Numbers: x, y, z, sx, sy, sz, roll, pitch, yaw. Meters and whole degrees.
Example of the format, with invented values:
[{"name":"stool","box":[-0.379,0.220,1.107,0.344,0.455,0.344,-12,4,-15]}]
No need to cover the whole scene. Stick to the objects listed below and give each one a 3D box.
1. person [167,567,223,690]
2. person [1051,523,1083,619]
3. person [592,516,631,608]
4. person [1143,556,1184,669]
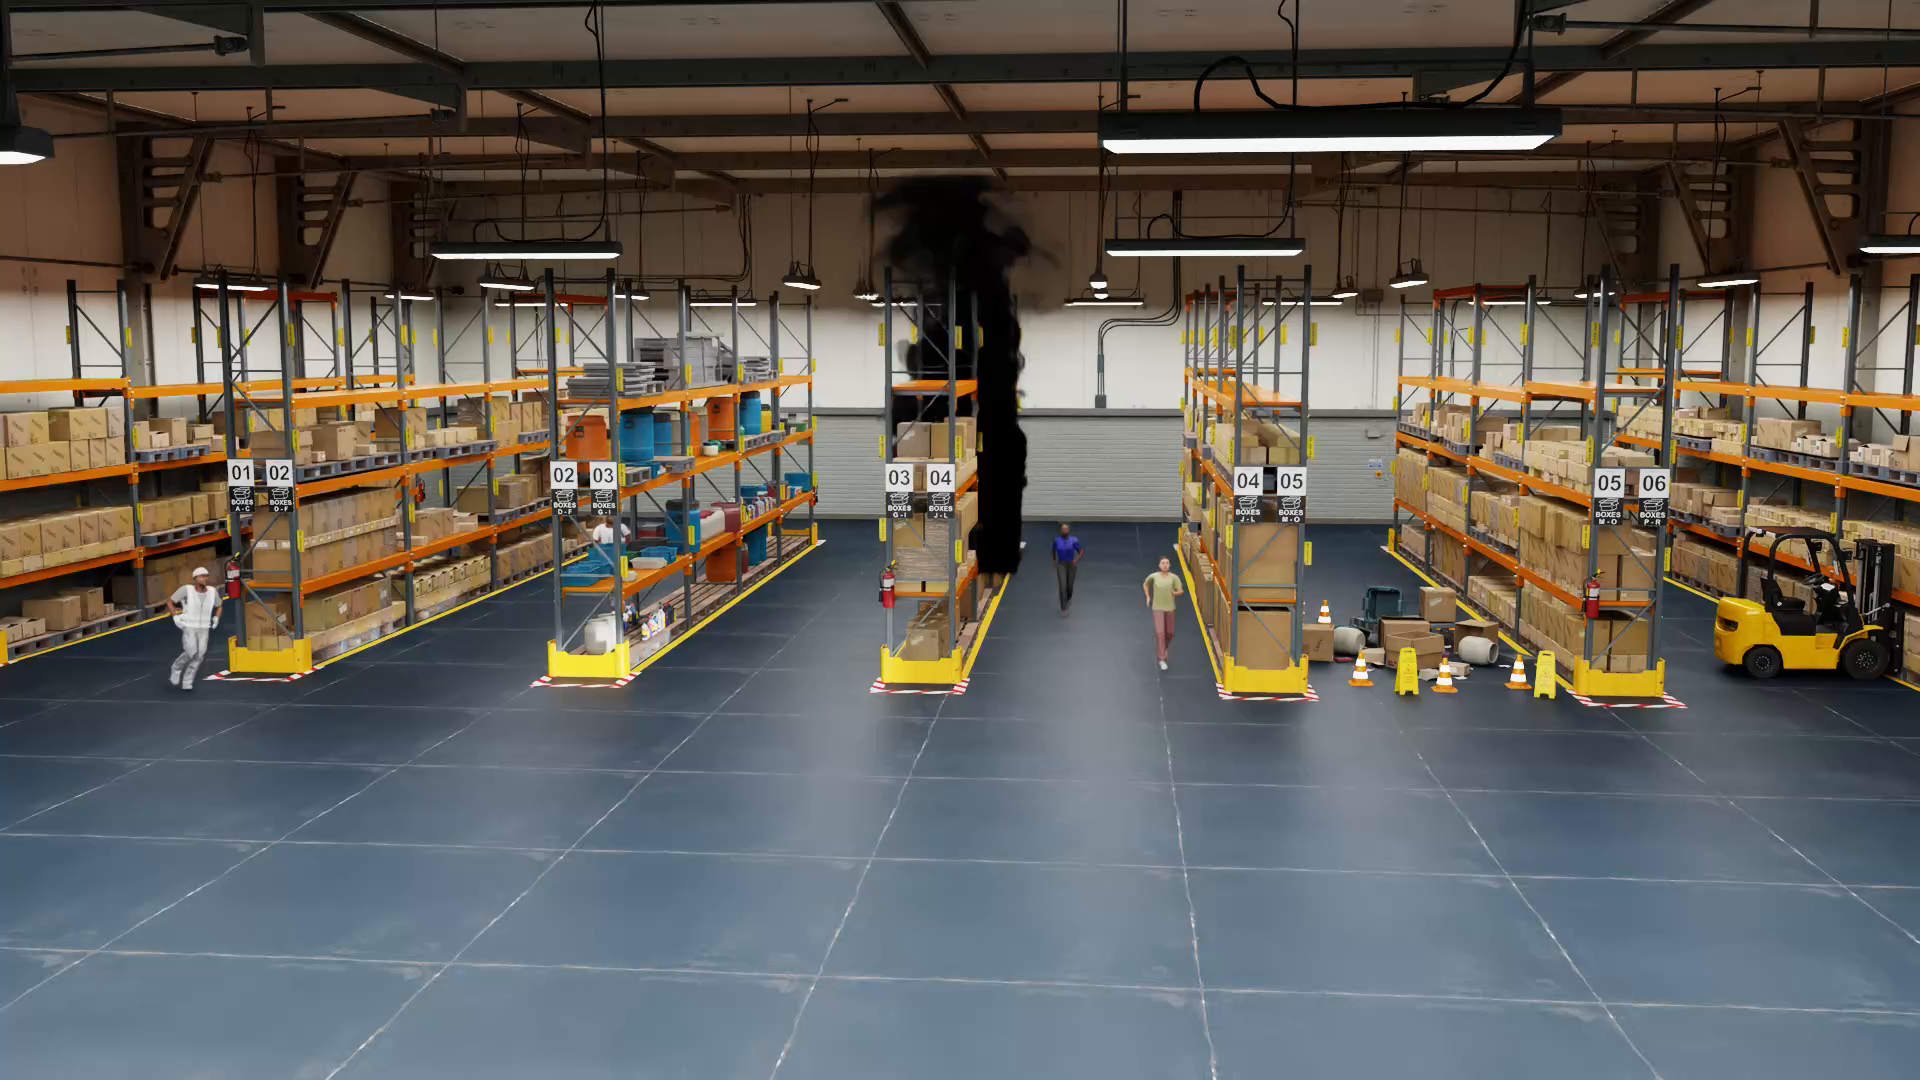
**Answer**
[{"name":"person","box":[-10.932,1.256,23.871,0.573,1.731,0.729,6,9,40]},{"name":"person","box":[1.920,0.523,29.898,0.576,1.679,0.778,1,7,6]},{"name":"person","box":[-6.568,0.254,31.231,0.683,1.676,0.831,0,7,0]},{"name":"person","box":[3.080,1.057,25.116,0.574,1.655,0.969,0,7,-2]}]
